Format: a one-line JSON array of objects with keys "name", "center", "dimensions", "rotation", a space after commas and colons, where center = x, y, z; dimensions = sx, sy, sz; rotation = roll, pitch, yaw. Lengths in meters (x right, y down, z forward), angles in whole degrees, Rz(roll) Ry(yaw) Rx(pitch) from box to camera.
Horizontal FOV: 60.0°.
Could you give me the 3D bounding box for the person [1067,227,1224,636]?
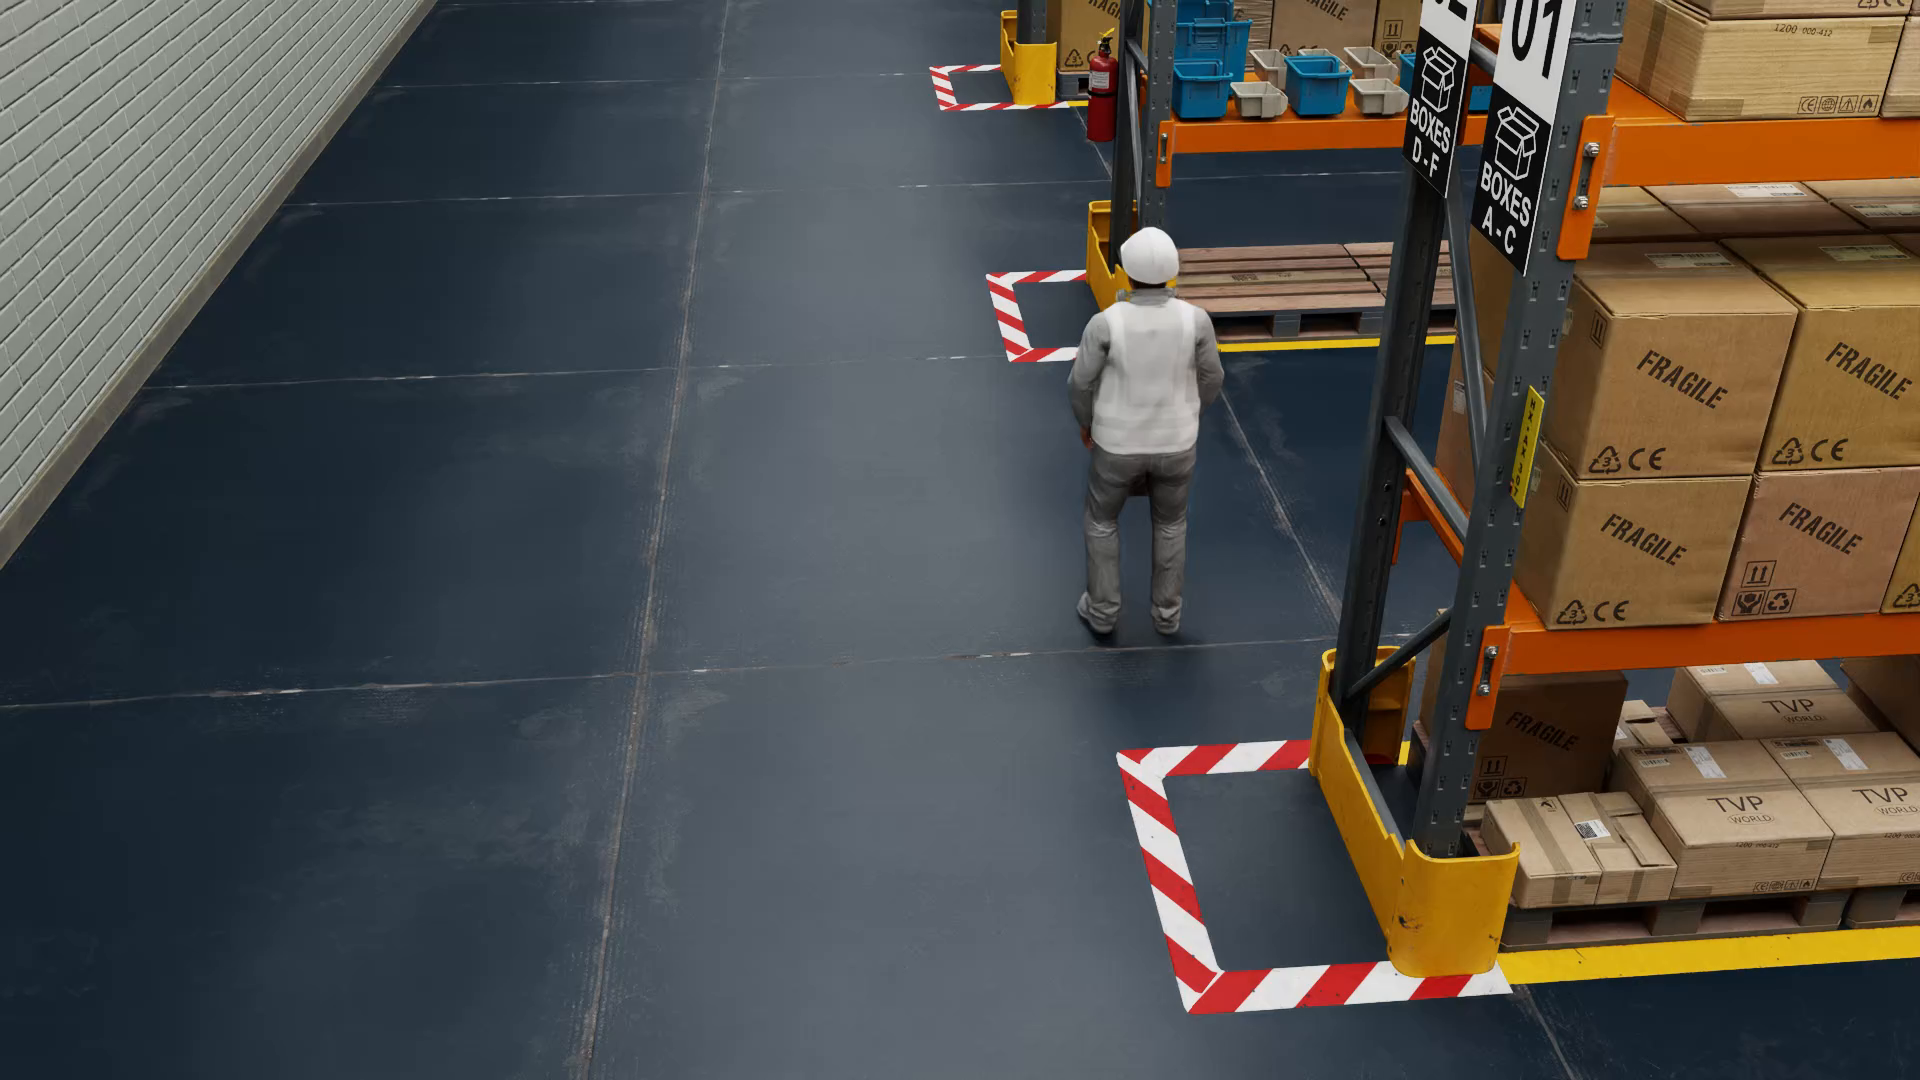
[{"name": "person", "center": [0.748, -0.436, 6.867], "dimensions": [0.643, 1.742, 0.465], "rotation": [-2, 31, -3]}]
